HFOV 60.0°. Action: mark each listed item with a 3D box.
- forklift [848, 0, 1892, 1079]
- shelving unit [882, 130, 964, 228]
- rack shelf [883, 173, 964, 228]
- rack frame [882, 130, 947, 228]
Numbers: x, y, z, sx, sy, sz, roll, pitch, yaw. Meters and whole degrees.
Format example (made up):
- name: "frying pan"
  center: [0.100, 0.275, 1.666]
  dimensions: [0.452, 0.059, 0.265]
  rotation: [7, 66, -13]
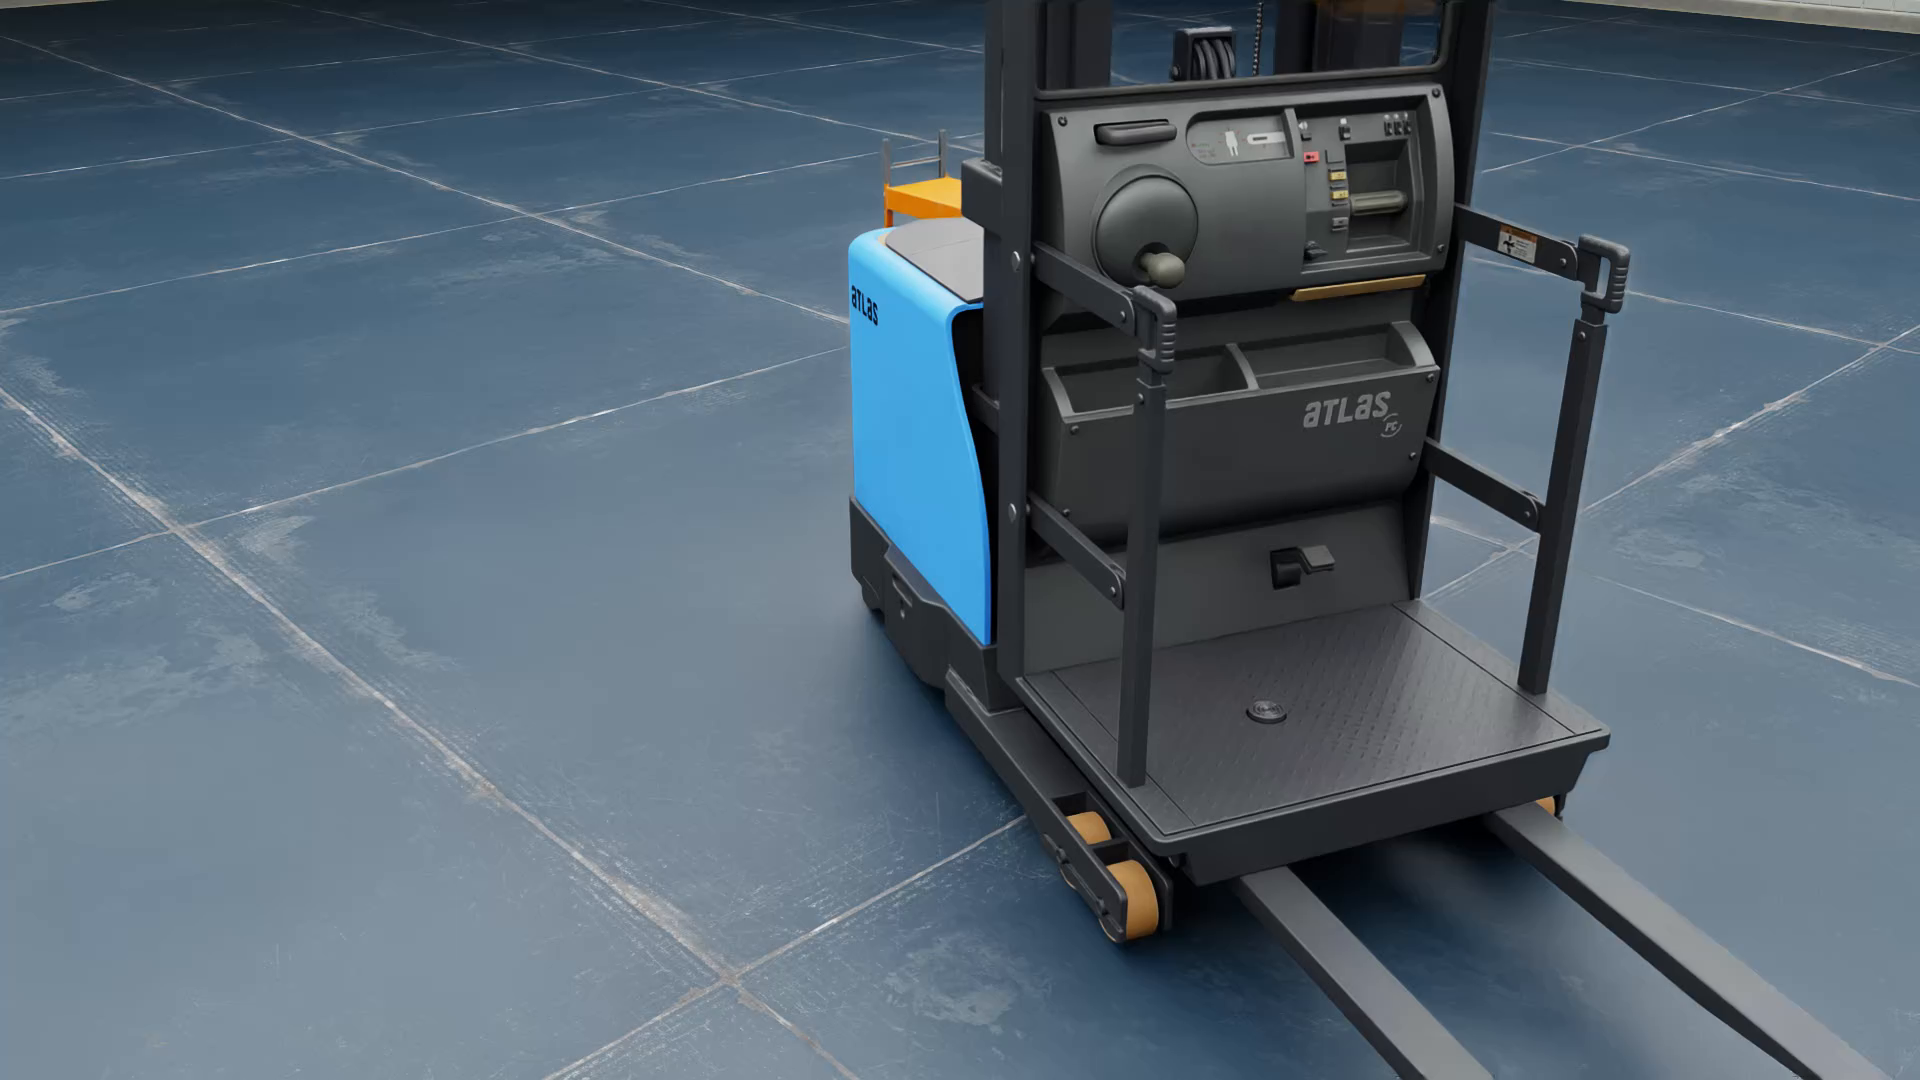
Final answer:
- name: "forklift"
  center: [0.701, -0.703, 3.259]
  dimensions: [1.130, 2.935, 3.031]
  rotation: [-9, 26, -20]
- name: "shelving unit"
  center: [0.019, -0.611, 5.143]
  dimensions: [0.258, 1.200, 0.503]
  rotation: [-19, 31, -36]
- name: "rack shelf"
  center: [0.019, -0.968, 4.980]
  dimensions: [0.258, 0.148, 0.480]
  rotation: [-19, 31, -36]
- name: "rack frame"
  center: [-0.138, -0.688, 5.313]
  dimensions: [0.240, 1.200, 0.015]
  rotation: [-19, 31, -36]
